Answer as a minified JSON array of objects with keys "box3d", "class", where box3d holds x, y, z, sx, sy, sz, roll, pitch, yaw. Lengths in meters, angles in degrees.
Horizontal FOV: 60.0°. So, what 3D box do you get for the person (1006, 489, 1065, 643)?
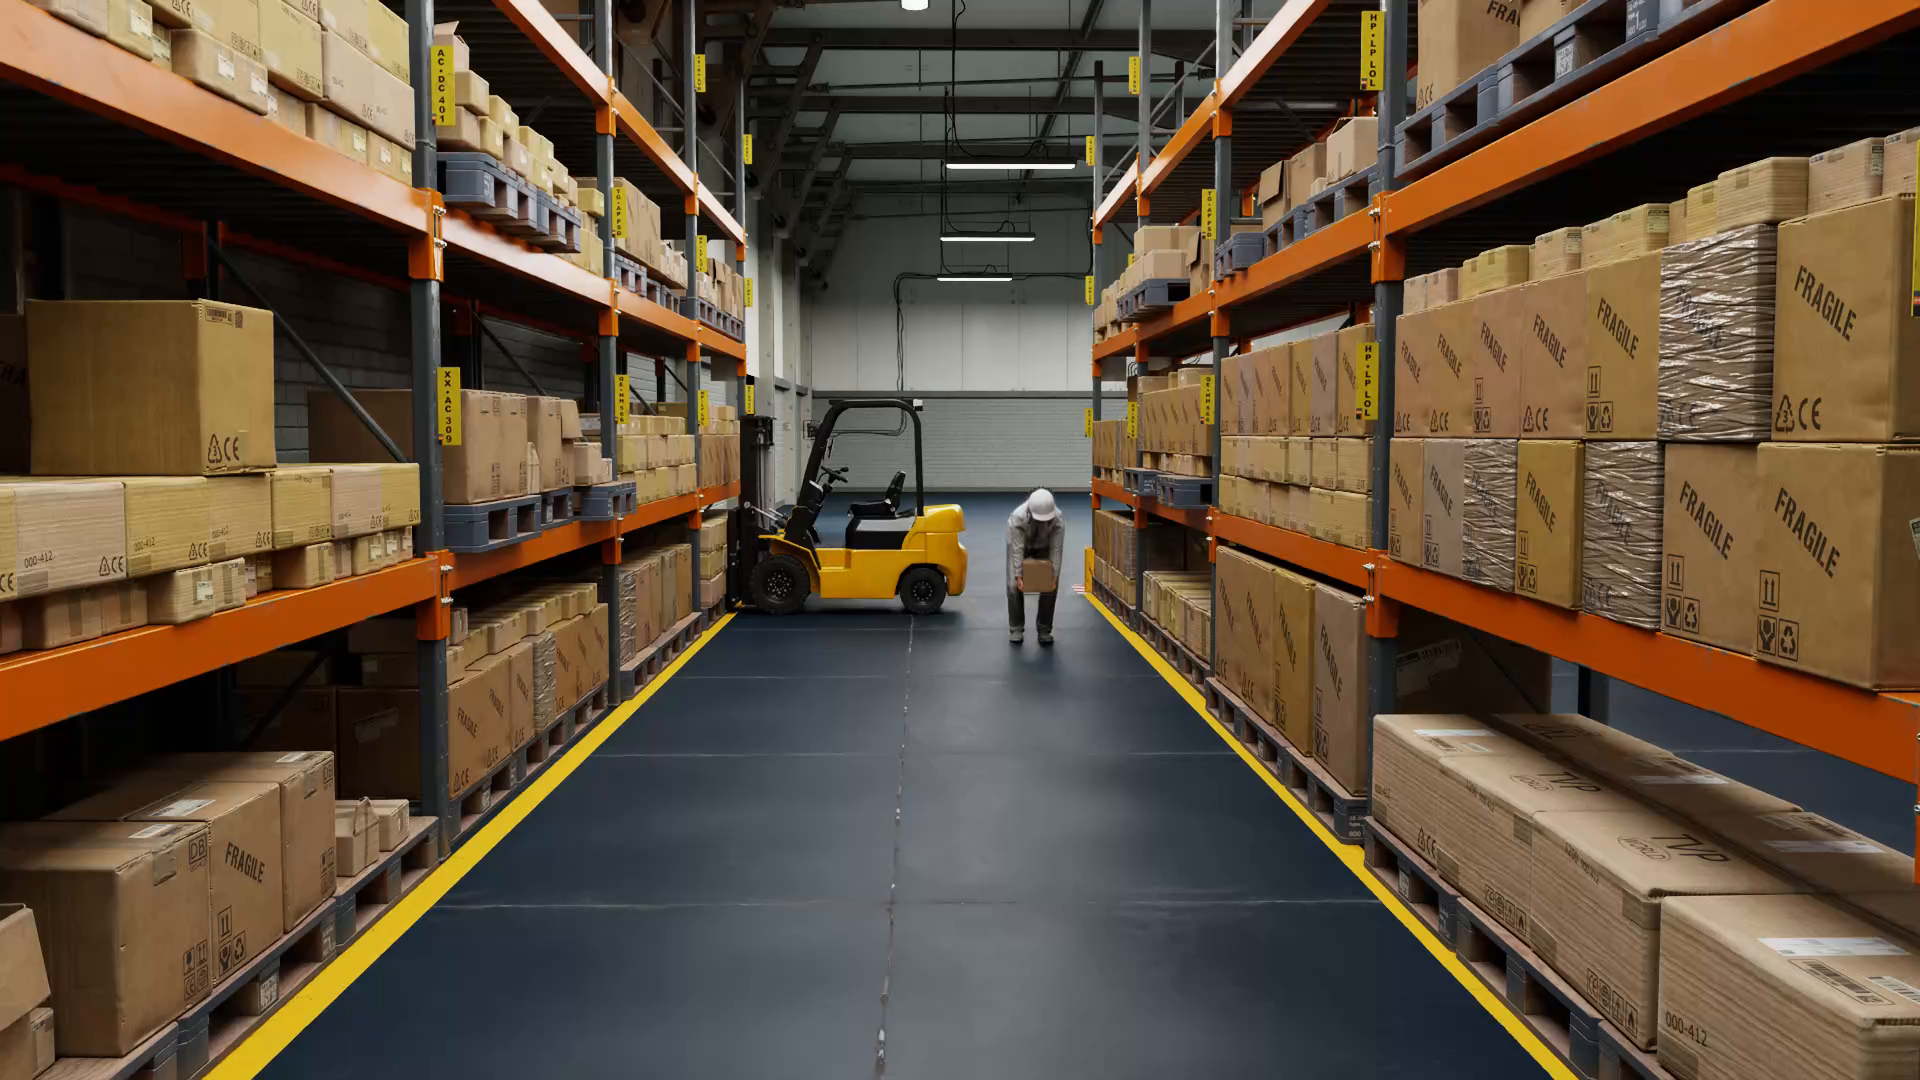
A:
[{"box3d":[0.653,0.224,14.340,0.475,1.352,0.936,0,4,-4],"class":"person"}]
